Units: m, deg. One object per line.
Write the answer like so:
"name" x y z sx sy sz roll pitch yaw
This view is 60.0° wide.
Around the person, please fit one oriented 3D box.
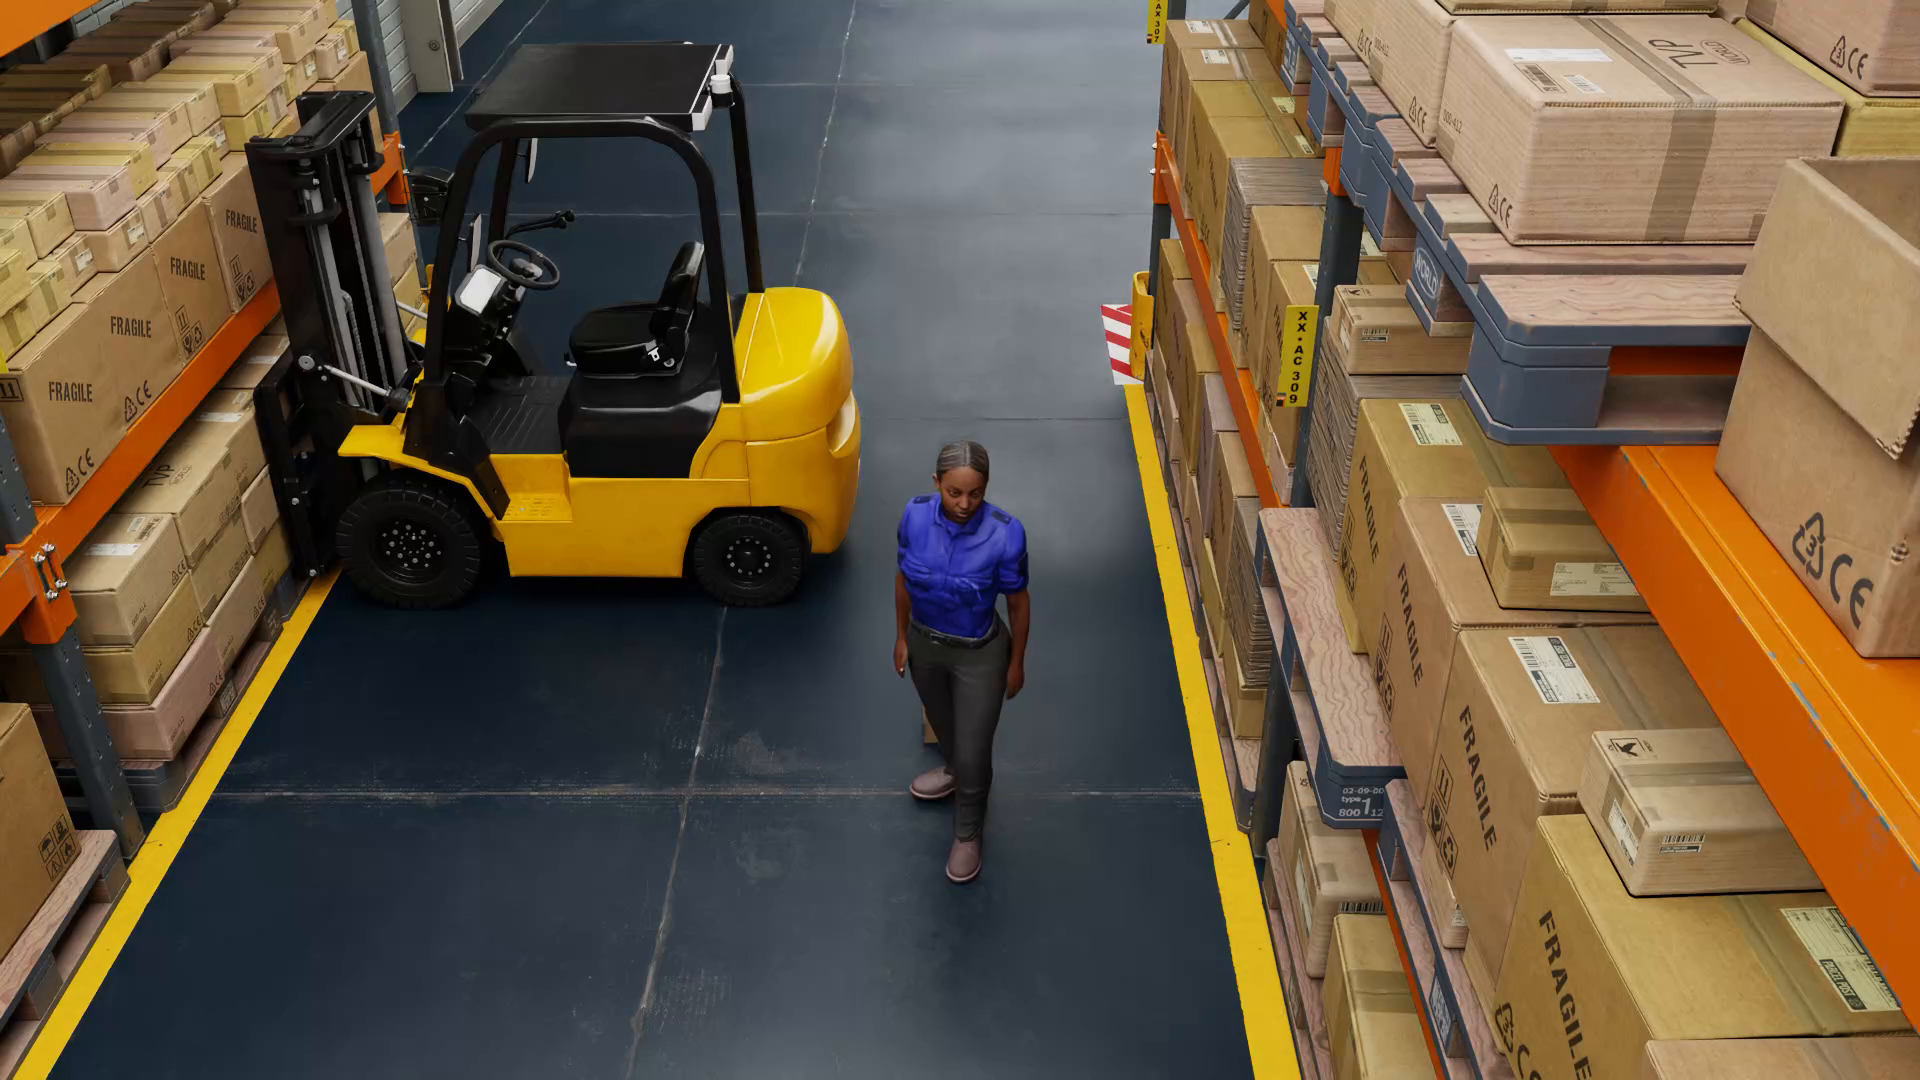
"person" 0.006 0.342 5.591 0.492 1.647 0.555 14 34 21
